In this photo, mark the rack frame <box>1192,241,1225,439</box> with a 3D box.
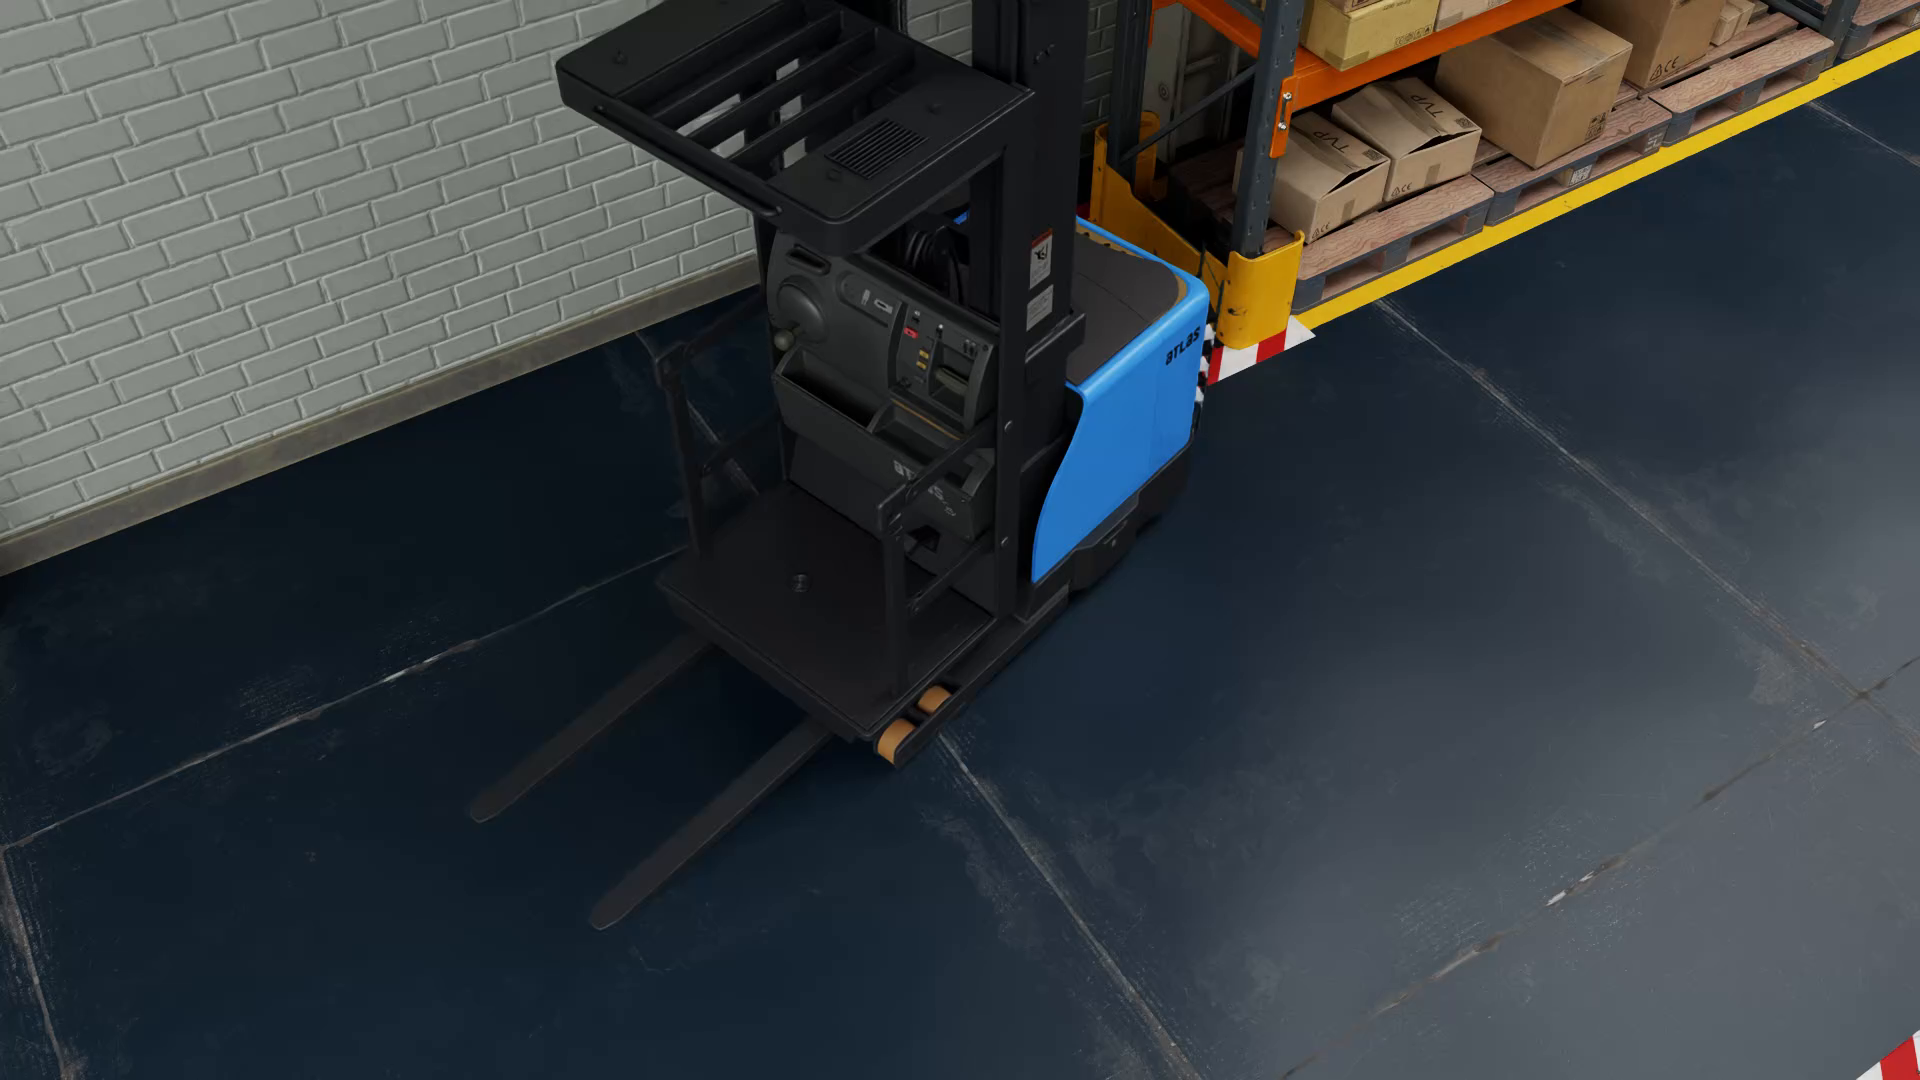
[{"bbox_3d":[0.981,-0.801,6.794,0.006,0.900,0.240,-11,53,-9],"label":"rack frame"}]

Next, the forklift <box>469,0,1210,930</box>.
[{"bbox_3d":[-0.408,-0.601,5.268,1.130,2.935,3.031,33,56,26],"label":"forklift"}]

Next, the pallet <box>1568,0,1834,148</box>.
[{"bbox_3d":[3.829,-2.617,8.884,1.213,0.211,1.003,-25,53,-21],"label":"pallet"}]

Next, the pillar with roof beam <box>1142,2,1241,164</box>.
[{"bbox_3d":[3.423,-2.341,2.755,0.400,9.000,9.100,-25,53,-21],"label":"pillar with roof beam"}]

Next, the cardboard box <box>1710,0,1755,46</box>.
[{"bbox_3d":[3.942,-2.806,8.788,0.250,0.166,0.380,-32,56,-25],"label":"cardboard box"}]

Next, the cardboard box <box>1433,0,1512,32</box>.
[{"bbox_3d":[2.009,-2.407,6.917,0.500,0.250,0.500,-27,54,-22],"label":"cardboard box"}]

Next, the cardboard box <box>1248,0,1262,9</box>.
[{"bbox_3d":[1.287,-2.505,7.005,0.500,0.250,0.500,-25,53,-20],"label":"cardboard box"}]

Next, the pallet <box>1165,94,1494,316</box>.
[{"bbox_3d":[1.766,-1.644,8.018,1.213,0.211,1.003,-25,53,-21],"label":"pallet"}]

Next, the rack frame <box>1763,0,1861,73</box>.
[{"bbox_3d":[4.379,-3.834,8.101,0.127,3.000,1.000,-25,53,-21],"label":"rack frame"}]

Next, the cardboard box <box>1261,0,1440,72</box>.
[{"bbox_3d":[1.578,-2.191,6.725,0.500,0.250,0.500,-27,54,-22],"label":"cardboard box"}]

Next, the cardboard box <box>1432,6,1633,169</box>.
[{"bbox_3d":[2.758,-2.262,8.080,0.500,0.500,0.700,-28,54,-23],"label":"cardboard box"}]

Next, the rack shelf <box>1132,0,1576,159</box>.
[{"bbox_3d":[2.687,-2.798,7.660,4.000,0.370,1.077,-25,53,-21],"label":"rack shelf"}]

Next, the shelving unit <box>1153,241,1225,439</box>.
[{"bbox_3d":[0.882,-0.783,6.779,0.210,0.900,0.258,-11,53,-9],"label":"shelving unit"}]

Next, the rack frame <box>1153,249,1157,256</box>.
[{"bbox_3d":[0.783,-0.765,6.763,0.006,0.900,0.240,-11,53,-9],"label":"rack frame"}]

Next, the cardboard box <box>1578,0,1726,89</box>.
[{"bbox_3d":[3.522,-2.710,8.479,0.500,0.500,0.500,-29,54,-23],"label":"cardboard box"}]

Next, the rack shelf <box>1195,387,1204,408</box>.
[{"bbox_3d":[0.880,-0.651,6.946,0.200,0.077,0.258,-11,53,-9],"label":"rack shelf"}]

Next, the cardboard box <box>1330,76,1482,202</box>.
[{"bbox_3d":[2.111,-1.938,7.919,0.500,0.311,0.500,-21,52,-18],"label":"cardboard box"}]

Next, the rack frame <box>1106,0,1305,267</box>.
[{"bbox_3d":[0.996,-2.240,6.682,0.127,3.000,1.000,-25,53,-21],"label":"rack frame"}]

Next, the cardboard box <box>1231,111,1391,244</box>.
[{"bbox_3d":[1.629,-1.711,7.716,0.500,0.311,0.500,-31,55,-25],"label":"cardboard box"}]

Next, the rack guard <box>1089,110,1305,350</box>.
[{"bbox_3d":[1.060,-1.439,7.642,0.348,0.500,1.175,-25,53,-21],"label":"rack guard"}]

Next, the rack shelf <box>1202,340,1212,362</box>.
[{"bbox_3d":[0.883,-0.818,6.734,0.200,0.077,0.258,-11,53,-9],"label":"rack shelf"}]

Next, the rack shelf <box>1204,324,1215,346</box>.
[{"bbox_3d":[0.883,-0.874,6.664,0.200,0.077,0.258,-11,53,-9],"label":"rack shelf"}]

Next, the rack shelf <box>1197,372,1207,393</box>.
[{"bbox_3d":[0.881,-0.707,6.876,0.200,0.077,0.258,-11,53,-9],"label":"rack shelf"}]

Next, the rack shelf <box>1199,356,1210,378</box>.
[{"bbox_3d":[0.882,-0.762,6.805,0.200,0.077,0.258,-11,53,-9],"label":"rack shelf"}]

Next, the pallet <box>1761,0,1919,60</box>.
[{"bbox_3d":[5.036,-3.218,9.419,1.213,0.211,1.003,-25,53,-21],"label":"pallet"}]

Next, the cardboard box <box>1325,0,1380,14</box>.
[{"bbox_3d":[1.560,-2.447,6.450,0.500,0.500,0.500,-25,53,-21],"label":"cardboard box"}]

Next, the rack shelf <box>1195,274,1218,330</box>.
[{"bbox_3d":[0.884,-0.930,6.593,0.200,0.077,0.258,-11,53,-9],"label":"rack shelf"}]

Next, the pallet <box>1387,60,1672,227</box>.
[{"bbox_3d":[2.796,-2.127,8.448,1.213,0.211,1.003,-25,53,-21],"label":"pallet"}]
